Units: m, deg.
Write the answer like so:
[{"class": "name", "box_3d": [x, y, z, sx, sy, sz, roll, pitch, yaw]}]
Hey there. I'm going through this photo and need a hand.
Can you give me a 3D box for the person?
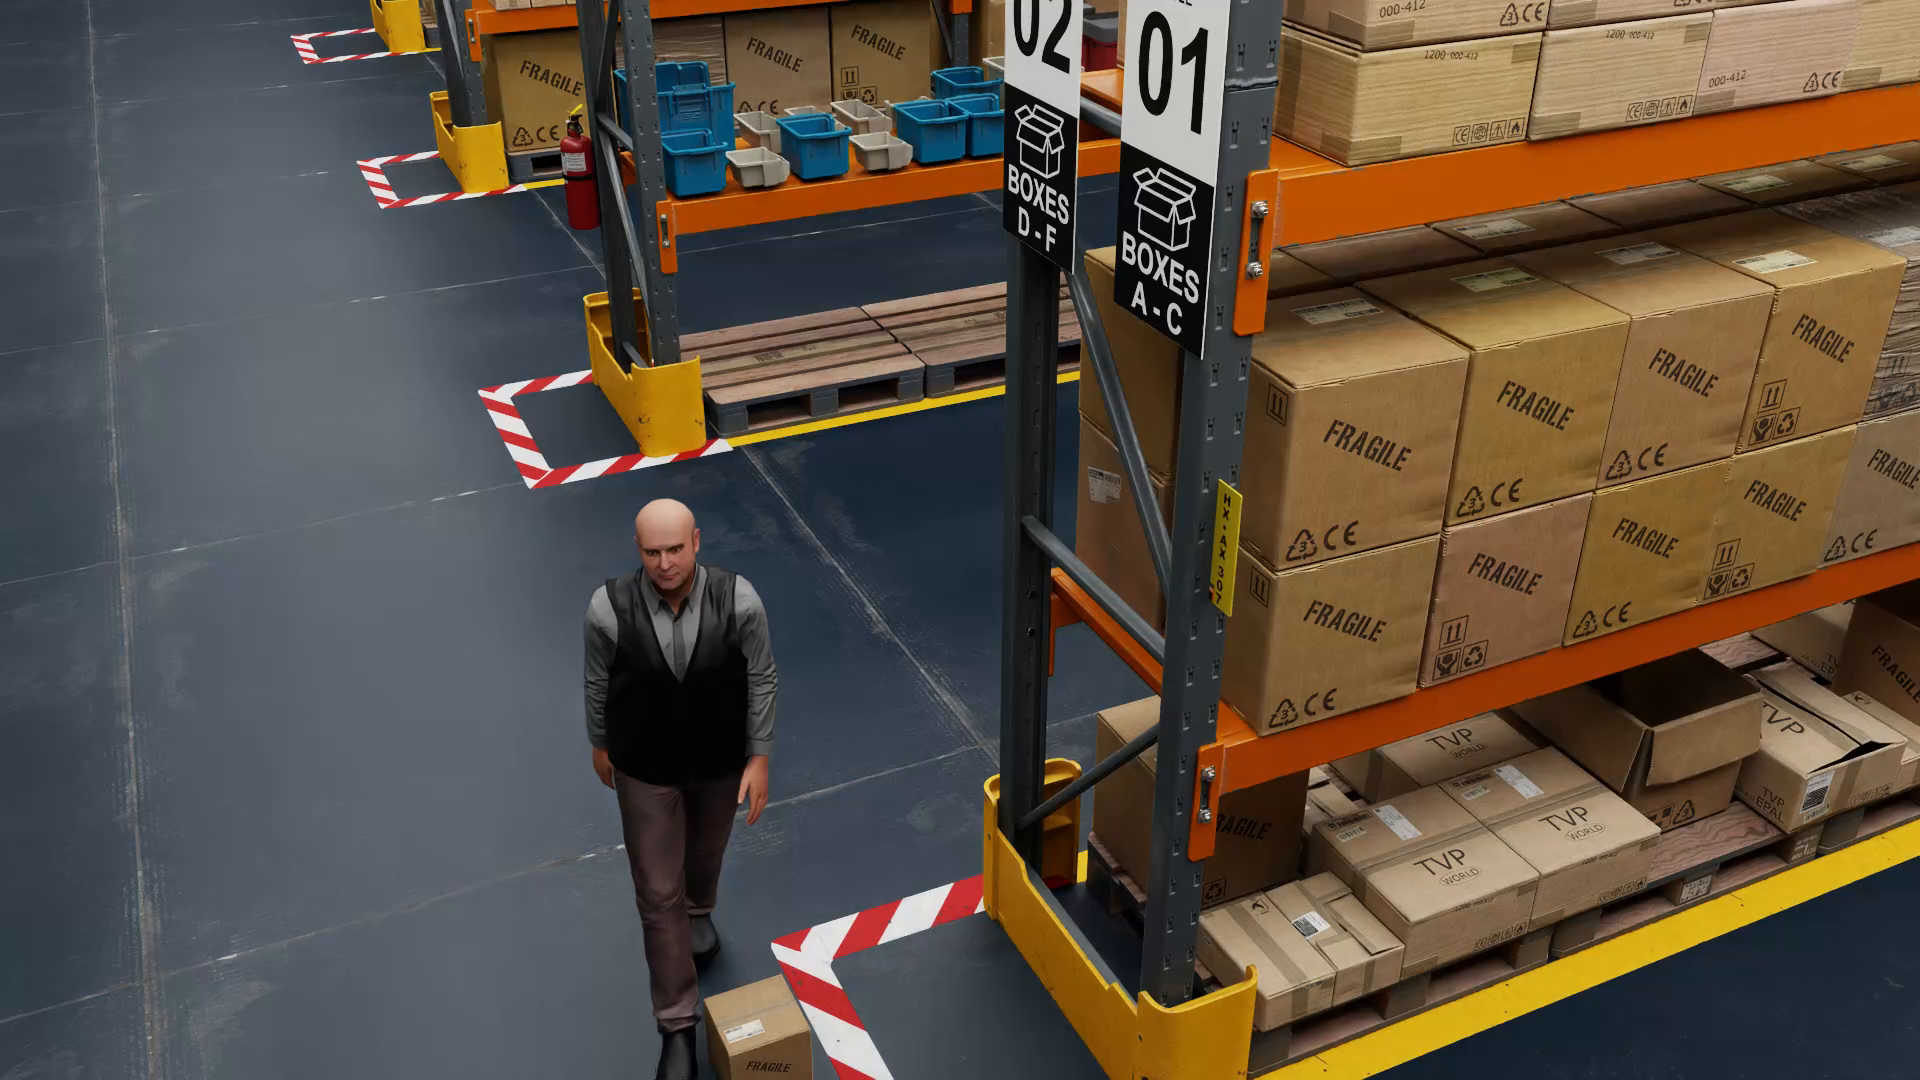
[{"class": "person", "box_3d": [-0.774, 0.702, 4.865, 0.551, 1.692, 0.901, -9, 31, -16]}]
